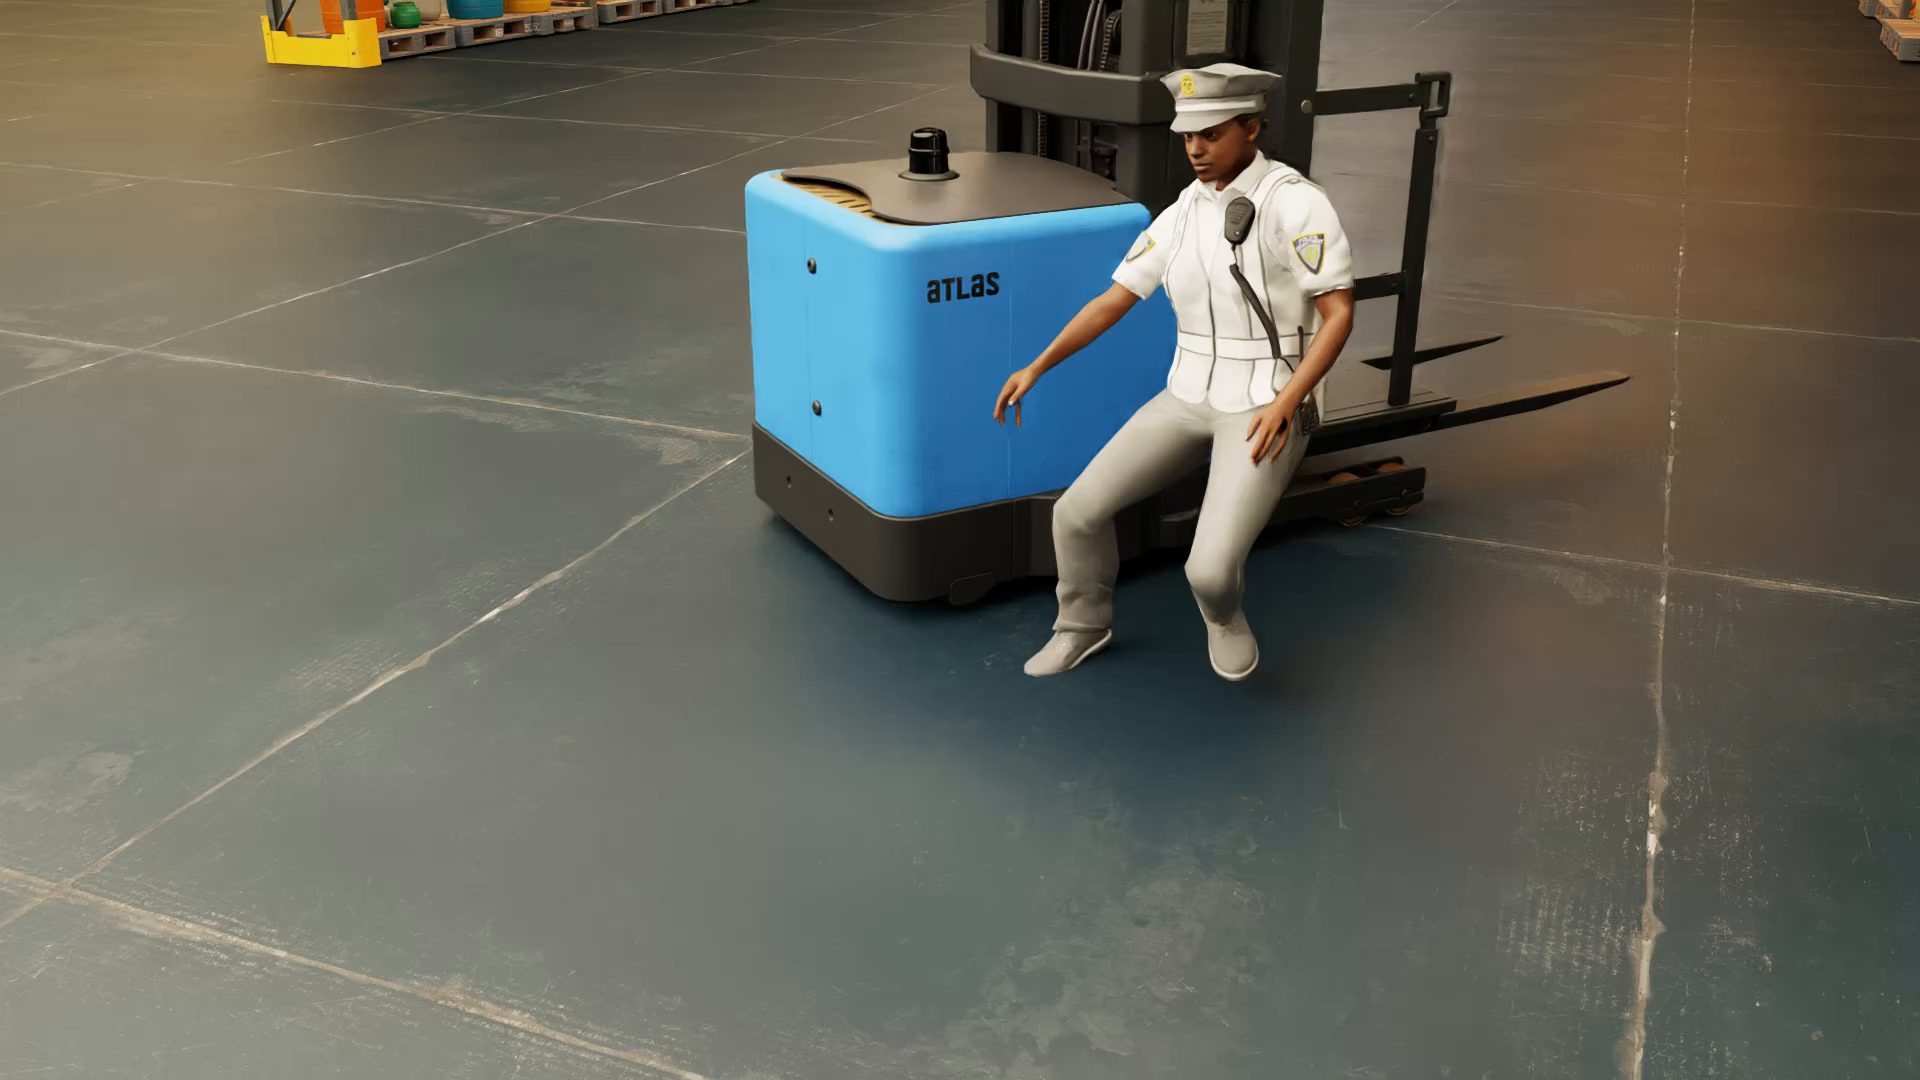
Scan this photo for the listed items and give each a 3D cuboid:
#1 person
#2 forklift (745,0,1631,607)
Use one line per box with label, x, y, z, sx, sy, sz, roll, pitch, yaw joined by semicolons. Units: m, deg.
person;0.507;-0.297;3.883;0.641;1.555;0.726;-19;29;-37
forklift;0.893;-1.560;5.025;3.031;2.935;1.130;-12;25;-26
